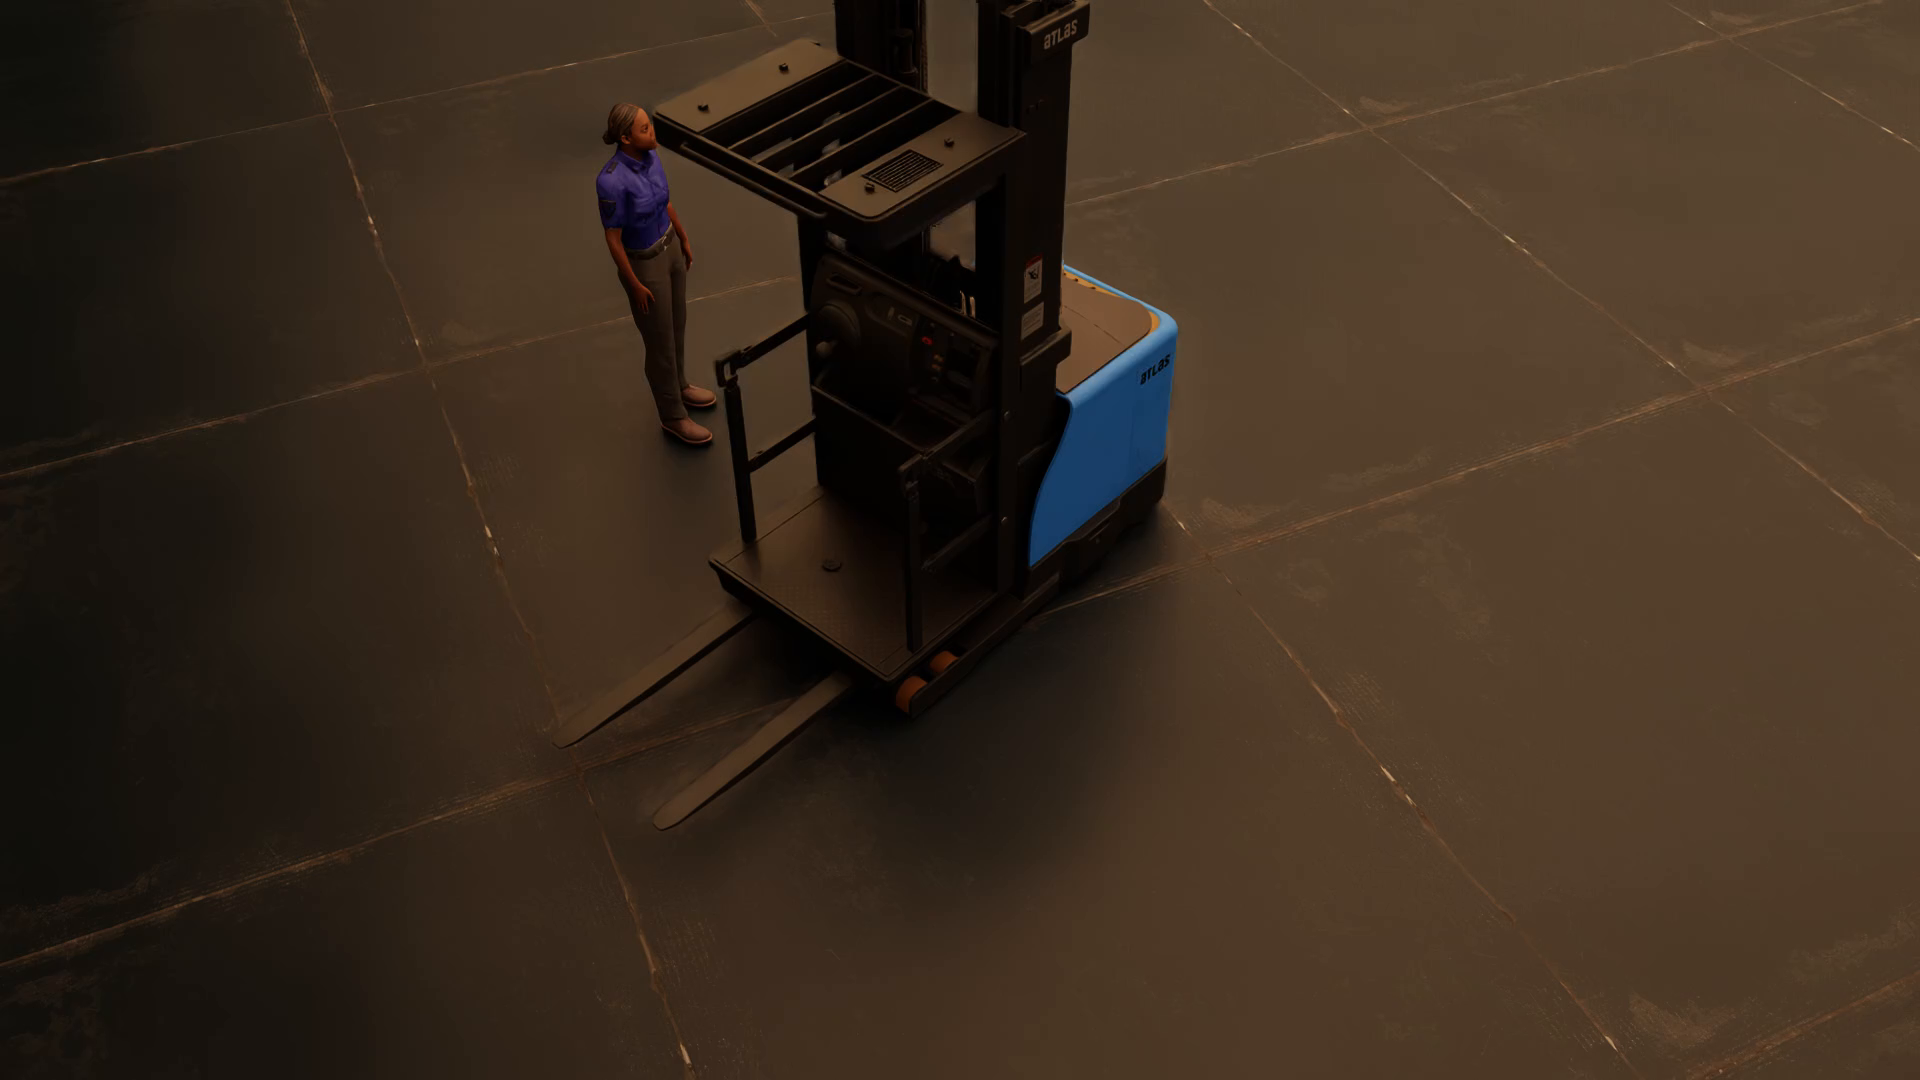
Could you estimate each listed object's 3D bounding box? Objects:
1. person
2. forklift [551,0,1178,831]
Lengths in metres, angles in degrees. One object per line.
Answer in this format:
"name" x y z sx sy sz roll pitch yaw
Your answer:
"person" -1.408 -1.298 7.996 0.504 1.654 0.570 13 45 14
"forklift" -0.380 -0.725 6.457 1.130 2.935 3.031 31 51 29
